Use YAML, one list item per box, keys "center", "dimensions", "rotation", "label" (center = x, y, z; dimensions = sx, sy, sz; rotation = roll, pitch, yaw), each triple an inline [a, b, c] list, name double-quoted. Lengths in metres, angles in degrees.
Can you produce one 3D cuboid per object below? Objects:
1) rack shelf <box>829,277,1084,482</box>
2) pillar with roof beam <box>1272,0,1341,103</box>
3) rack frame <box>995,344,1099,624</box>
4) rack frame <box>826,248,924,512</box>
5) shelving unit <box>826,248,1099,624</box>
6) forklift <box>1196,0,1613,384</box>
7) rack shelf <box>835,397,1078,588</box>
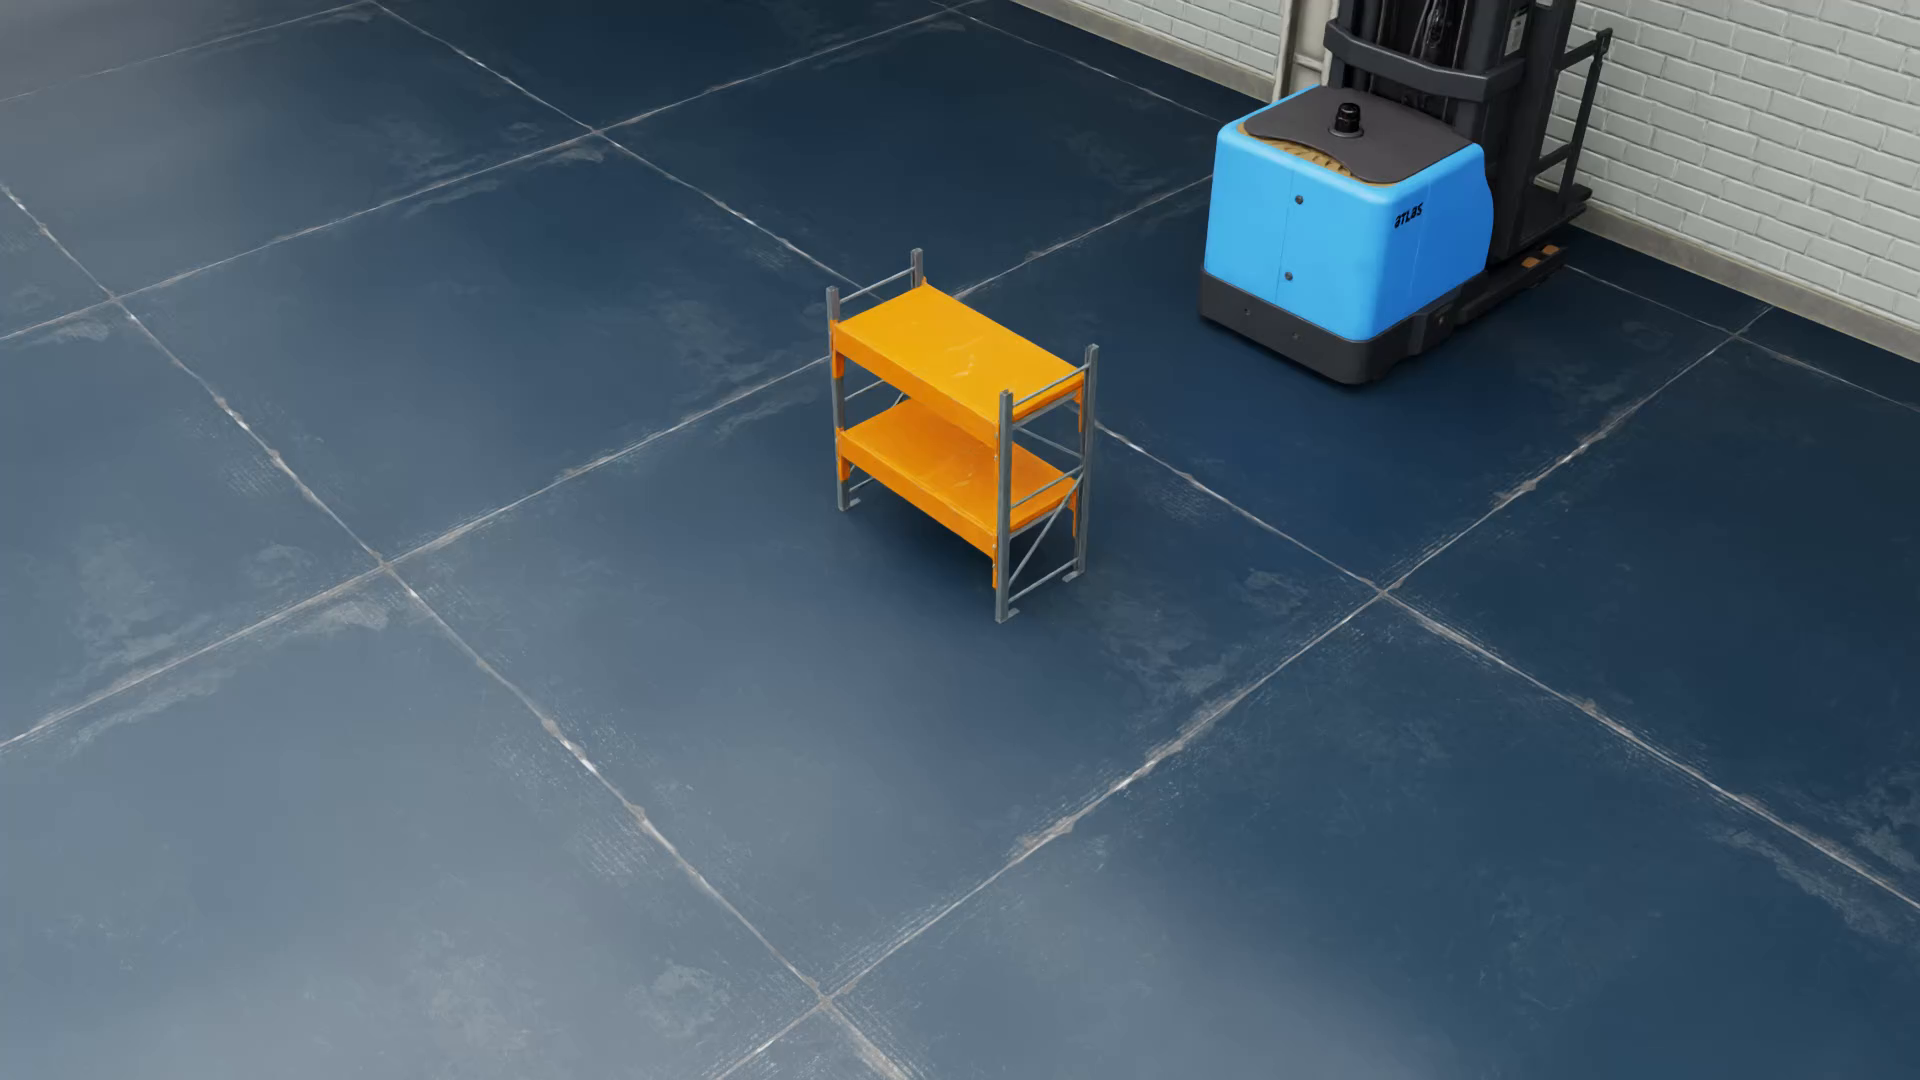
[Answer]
- center: [-0.005, -0.668, 6.717]
  dimensions: [0.538, 0.278, 1.000]
  rotation: [-30, 48, -32]
  label: "rack shelf"
- center: [-0.984, -4.248, 5.347]
  dimensions: [9.100, 9.000, 0.400]
  rotation: [-30, 48, -32]
  label: "pillar with roof beam"
- center: [0.339, -0.205, 6.609]
  dimensions: [0.500, 1.125, 0.032]
  rotation: [-30, 48, -32]
  label: "rack frame"
- center: [-0.348, -0.676, 7.192]
  dimensions: [0.500, 1.125, 0.032]
  rotation: [-30, 48, -32]
  label: "rack frame"
- center: [-0.005, -0.441, 6.900]
  dimensions: [0.538, 1.125, 1.048]
  rotation: [-30, 48, -32]
  label: "shelving unit"
- center: [2.646, -2.702, 8.263]
  dimensions: [3.031, 2.935, 1.130]
  rotation: [-31, 48, -32]
  label: "forklift"
- center: [-0.005, -0.251, 7.054]
  dimensions: [0.538, 0.278, 1.000]
  rotation: [-30, 48, -32]
  label: "rack shelf"
